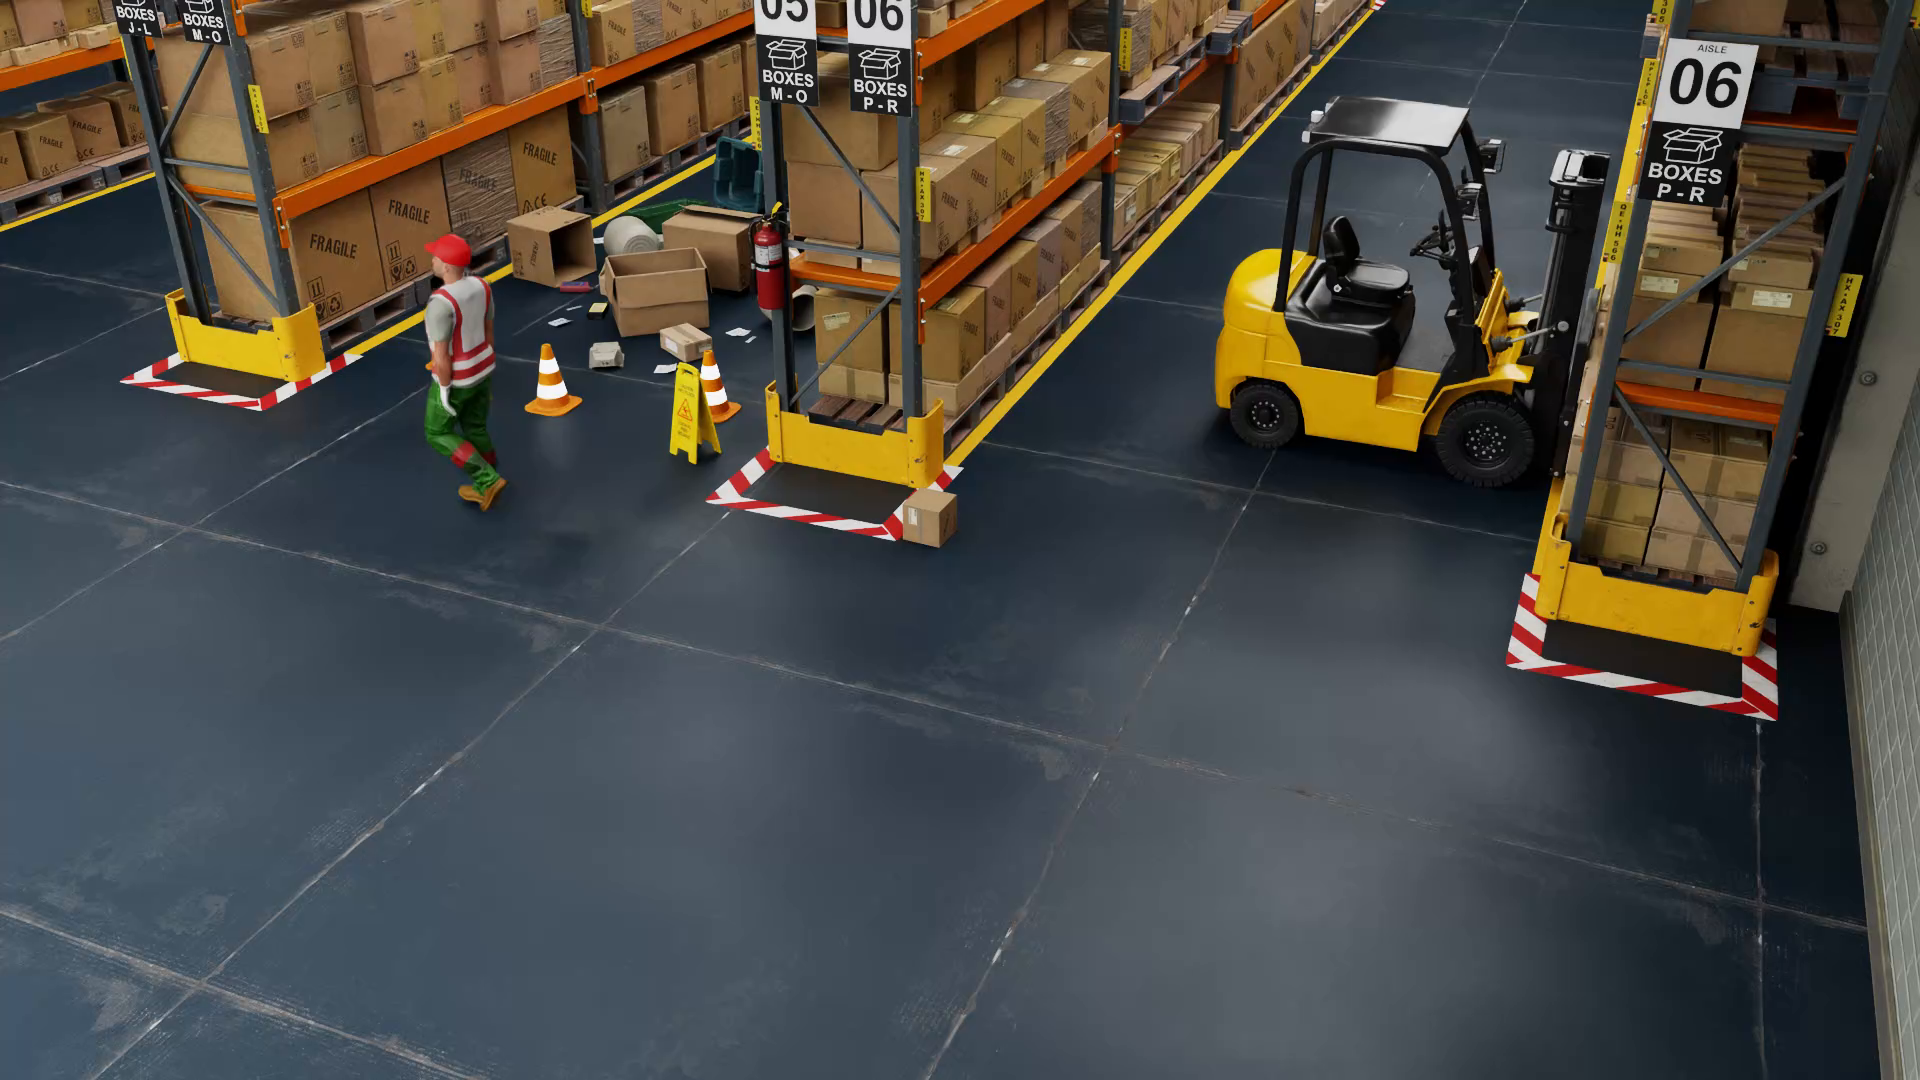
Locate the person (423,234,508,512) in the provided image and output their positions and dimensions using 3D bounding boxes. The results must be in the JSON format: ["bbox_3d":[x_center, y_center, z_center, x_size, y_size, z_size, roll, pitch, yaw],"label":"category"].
[{"bbox_3d":[-2.992,-0.992,10.090,0.514,1.782,0.540,13,32,22],"label":"person"}]
